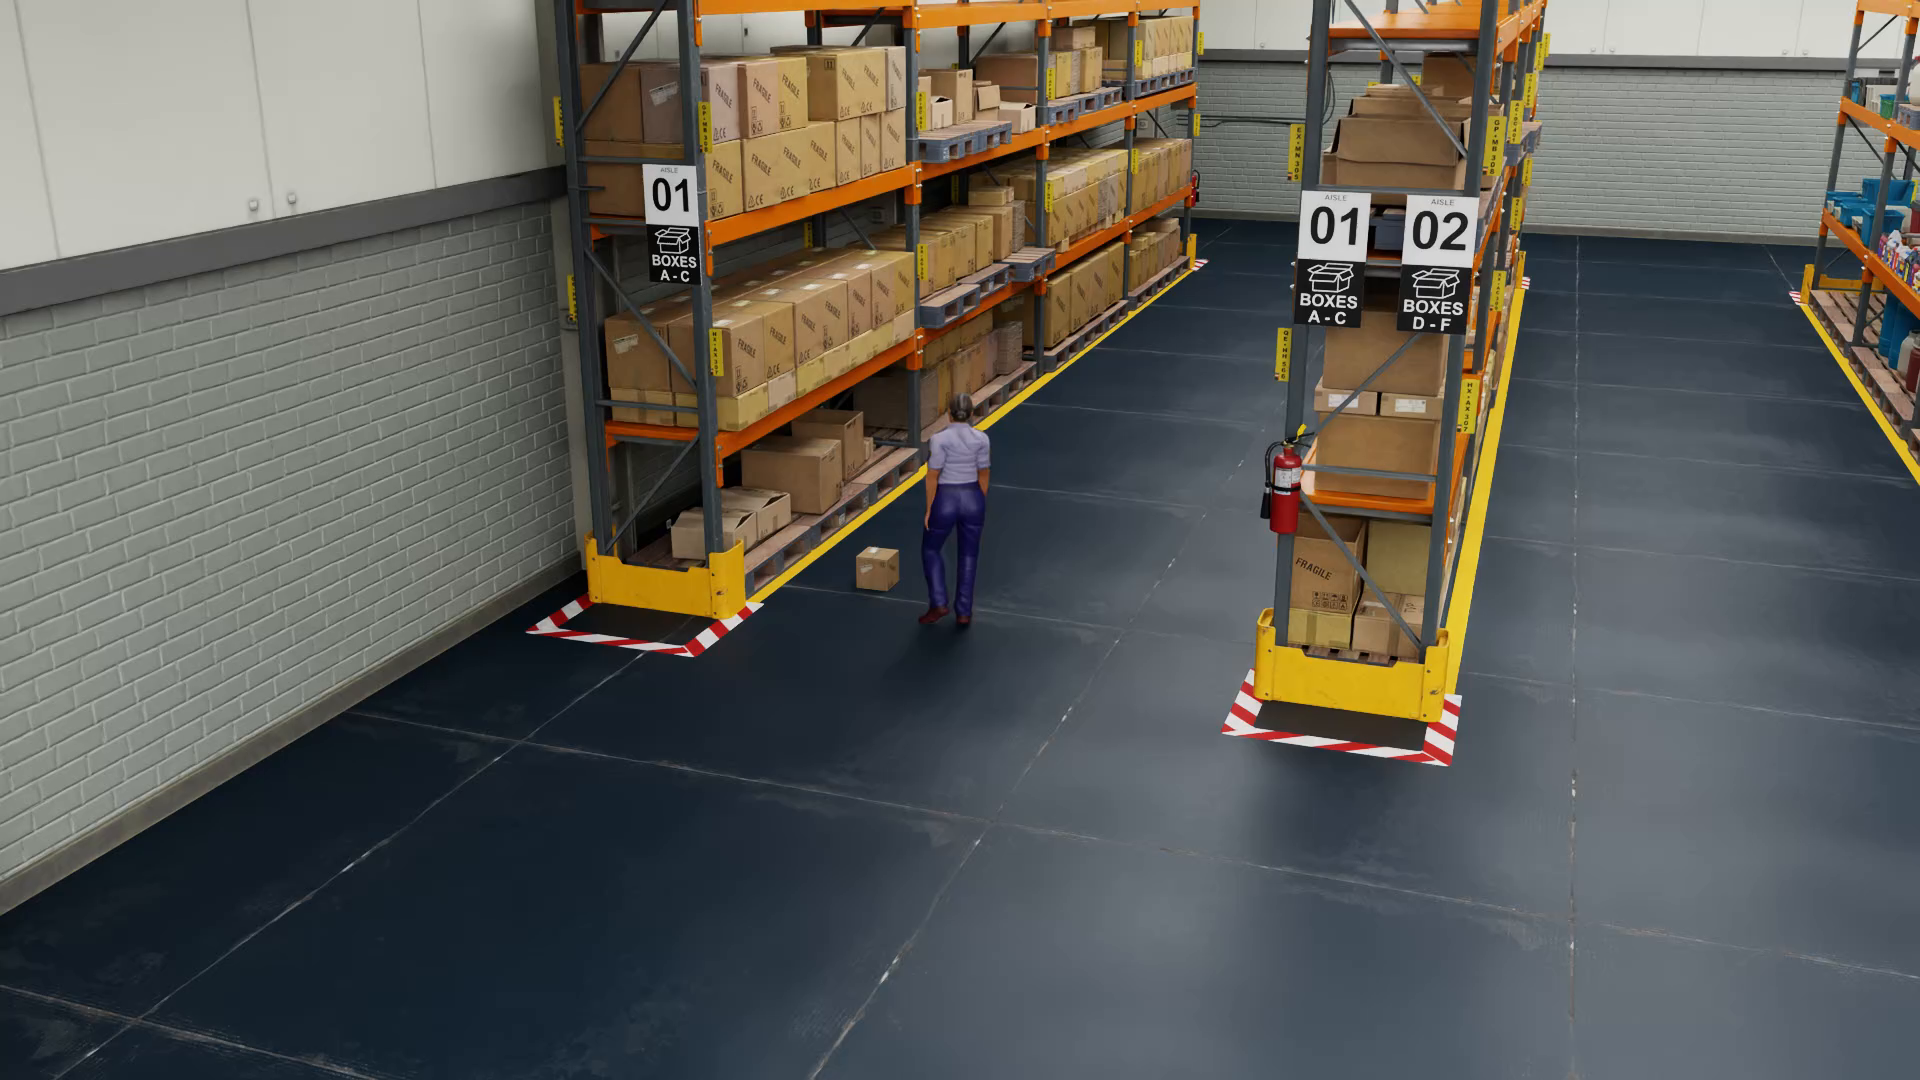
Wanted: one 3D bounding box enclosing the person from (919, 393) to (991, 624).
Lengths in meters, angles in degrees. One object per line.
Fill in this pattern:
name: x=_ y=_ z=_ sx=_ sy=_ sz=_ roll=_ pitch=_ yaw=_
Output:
person: x=-0.038 y=-0.200 z=11.682 sx=0.524 sy=1.685 sz=0.370 roll=-4 pitch=19 yaw=-10
